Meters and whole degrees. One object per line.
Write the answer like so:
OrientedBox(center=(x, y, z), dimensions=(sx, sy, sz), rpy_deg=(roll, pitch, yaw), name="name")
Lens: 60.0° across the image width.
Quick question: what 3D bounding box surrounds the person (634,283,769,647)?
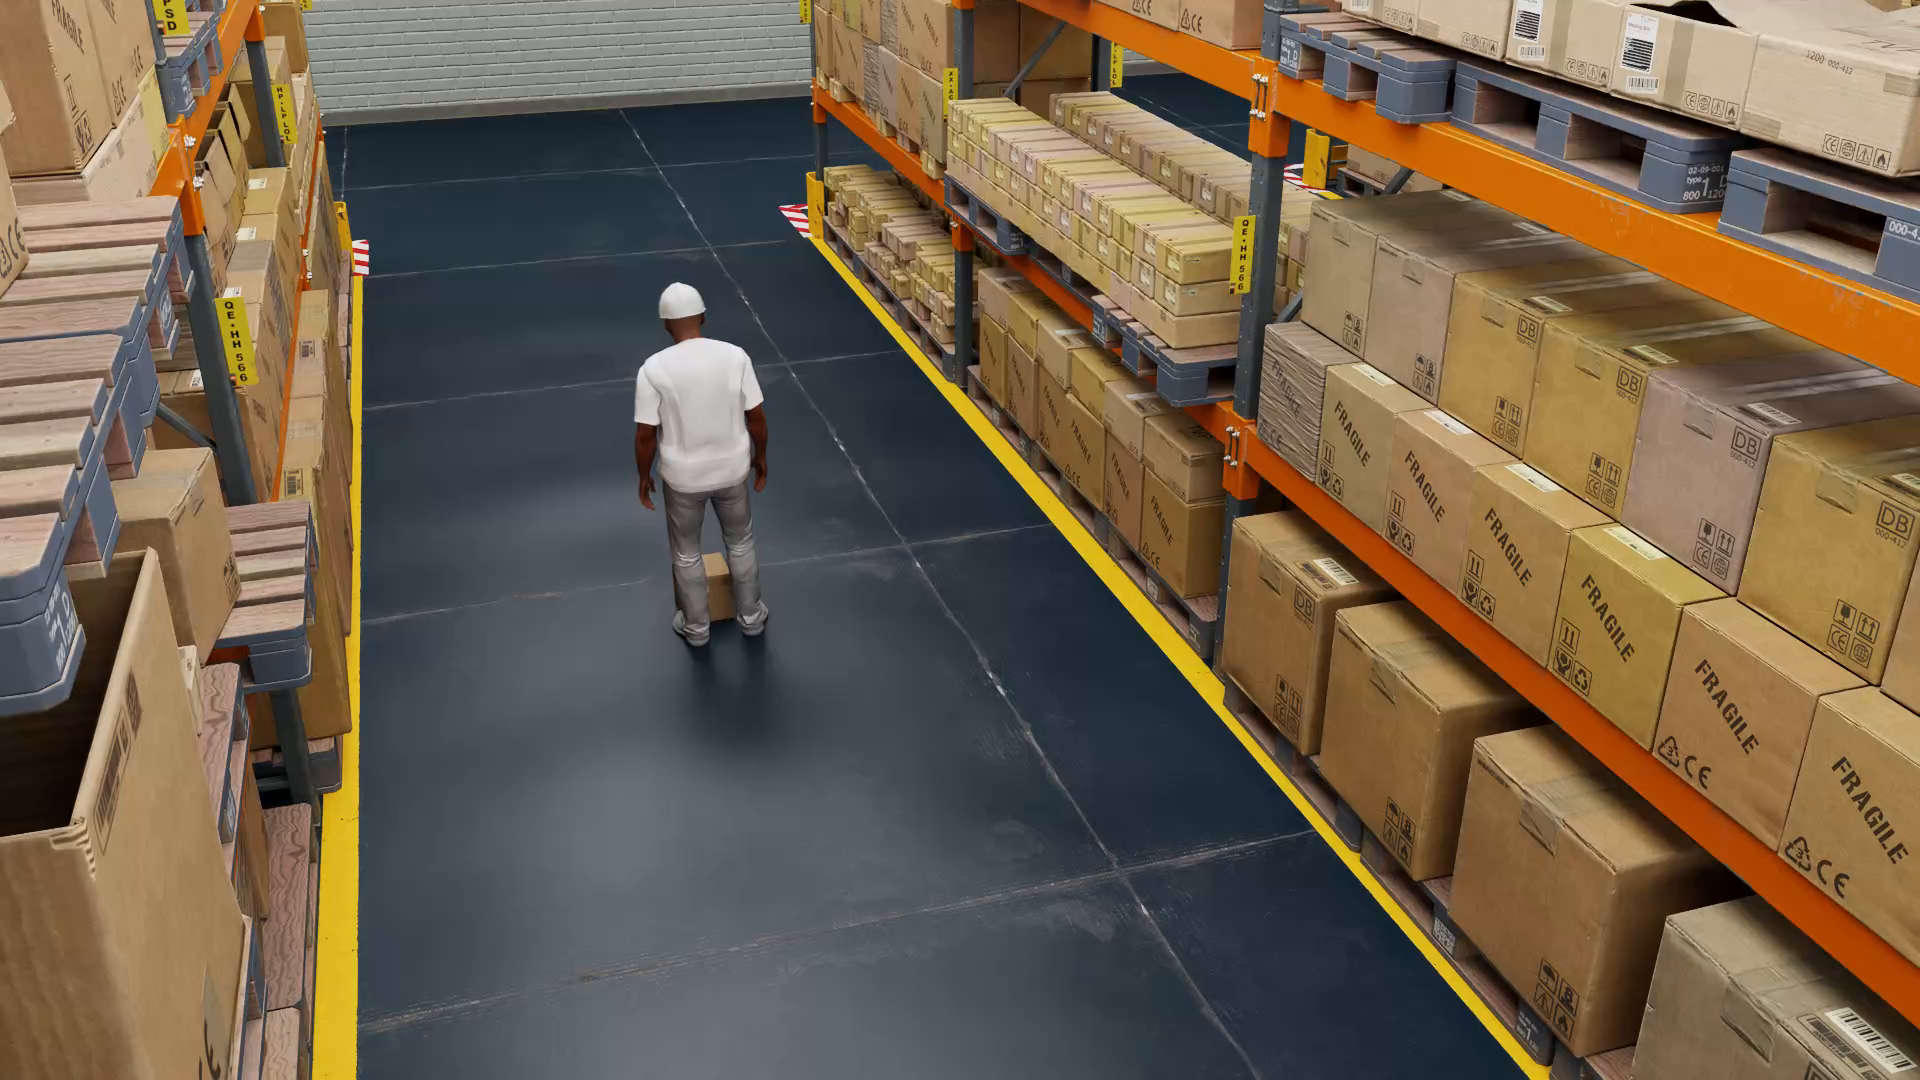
OrientedBox(center=(-1.205, -0.339, 7.783), dimensions=(0.629, 1.759, 0.461), rpy_deg=(-10, 28, -19), name="person")
